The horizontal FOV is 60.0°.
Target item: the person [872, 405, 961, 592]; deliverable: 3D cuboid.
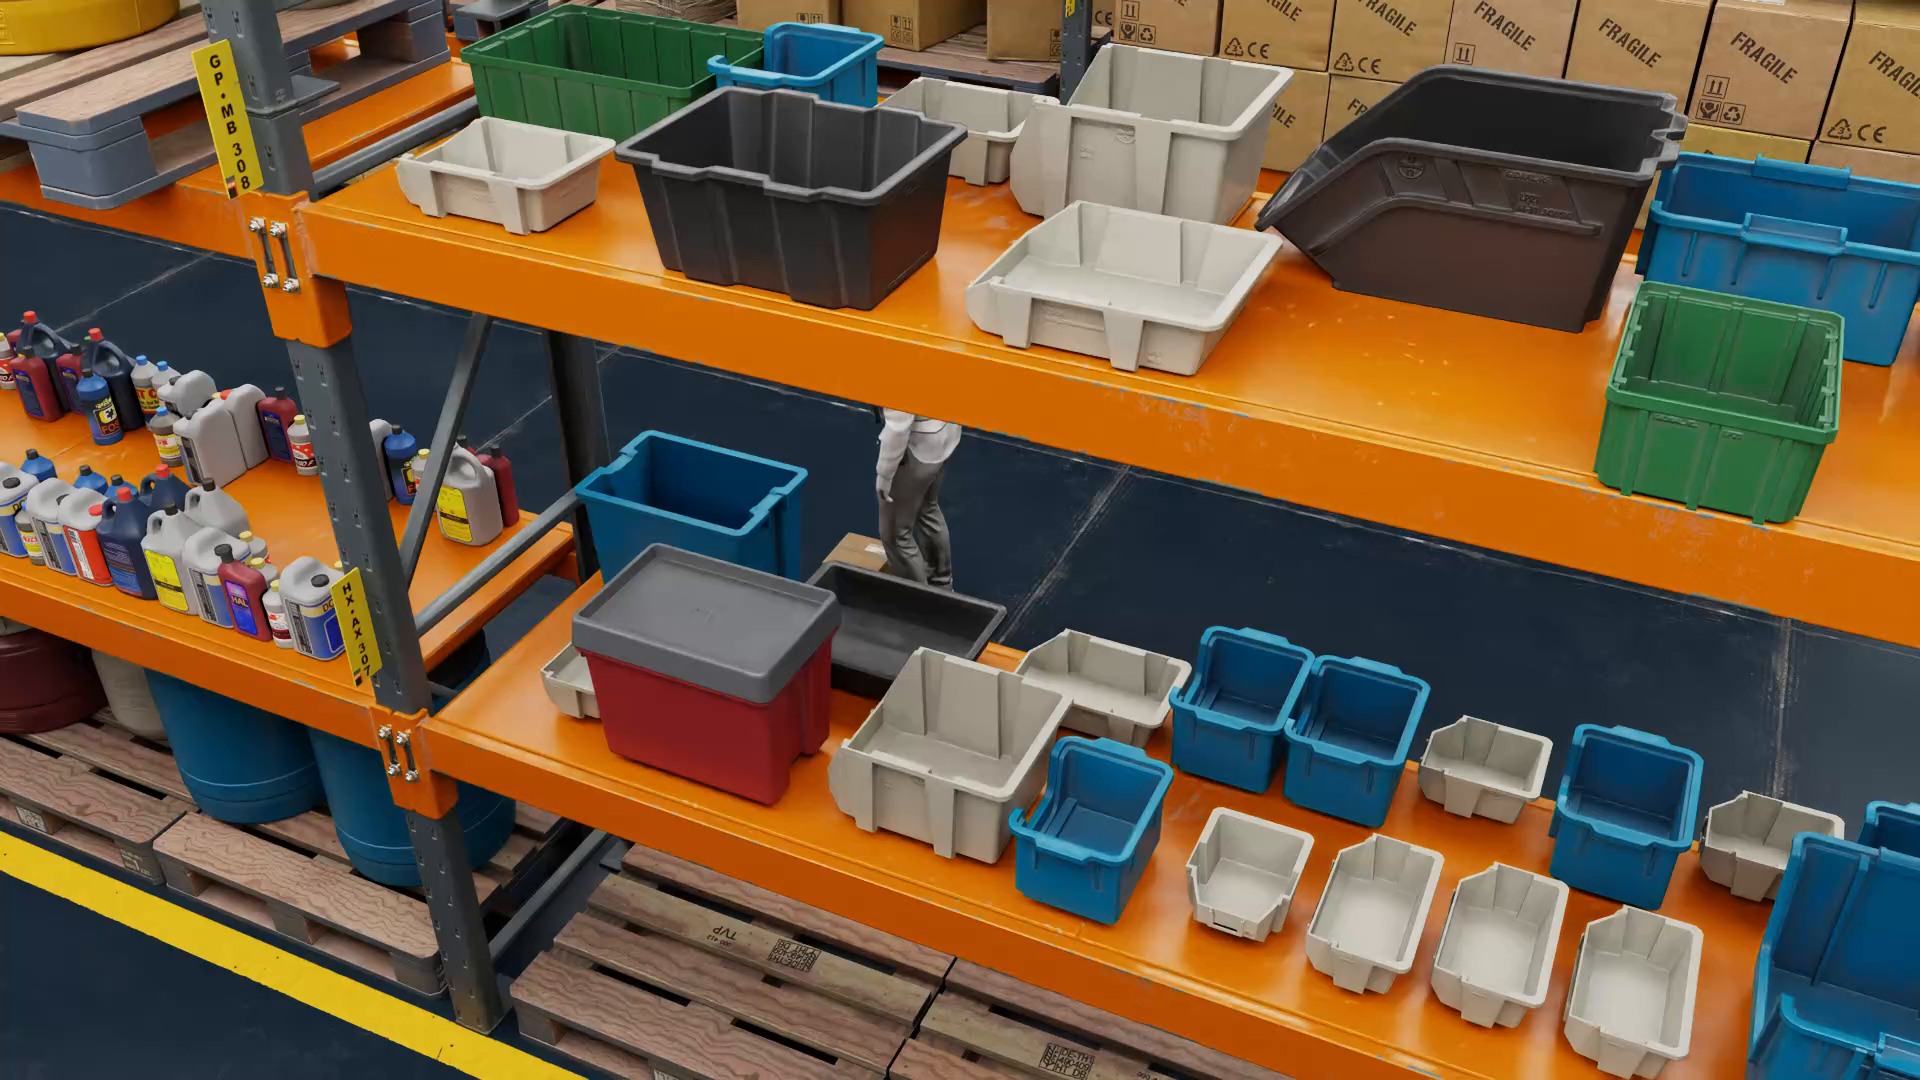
[{"bbox_3d":[-0.199,-0.370,6.691,0.375,1.662,0.542,12,36,17],"label":"person"}]
